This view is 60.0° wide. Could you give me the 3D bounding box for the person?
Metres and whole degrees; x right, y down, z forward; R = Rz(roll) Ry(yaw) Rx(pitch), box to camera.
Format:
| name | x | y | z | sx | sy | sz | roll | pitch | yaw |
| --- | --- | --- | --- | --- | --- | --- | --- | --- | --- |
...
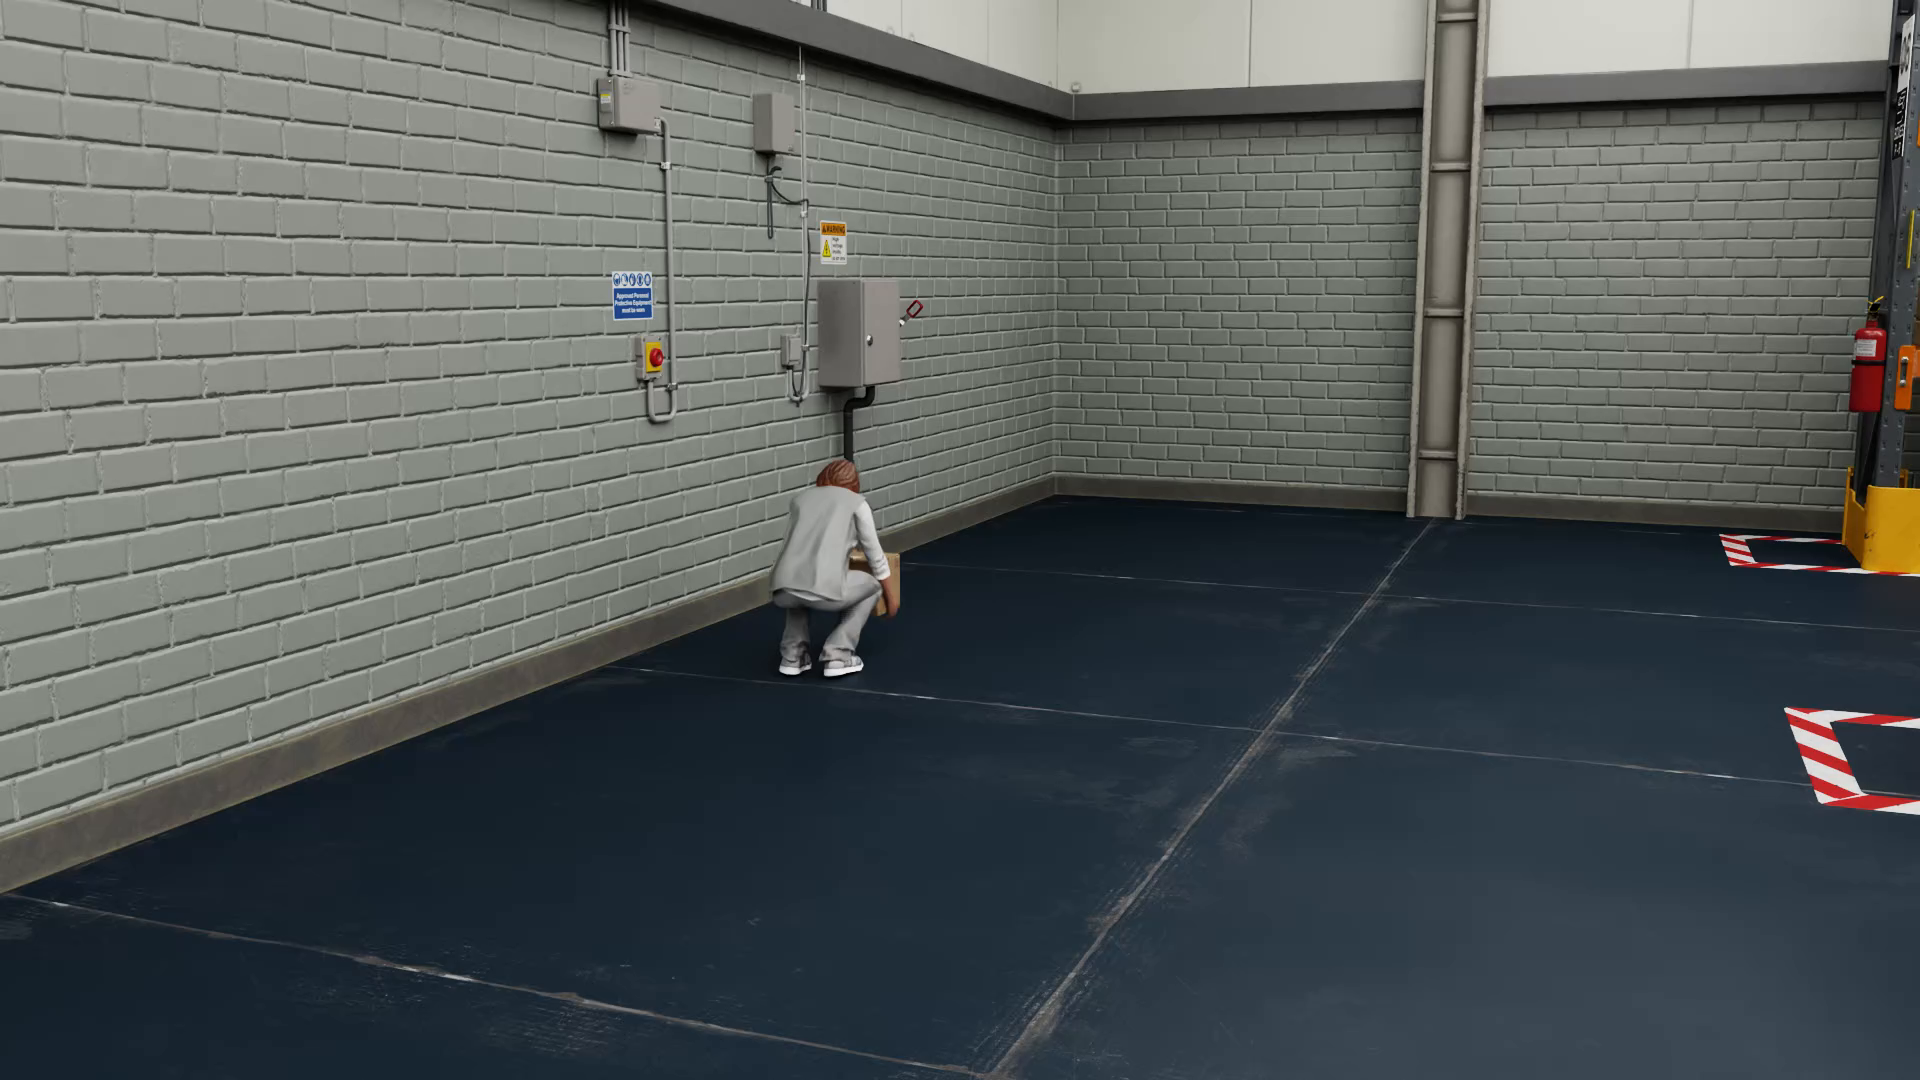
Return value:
| name | x | y | z | sx | sy | sz | roll | pitch | yaw |
| --- | --- | --- | --- | --- | --- | --- | --- | --- | --- |
| person | -0.574 | 0.132 | 7.351 | 0.423 | 0.894 | 0.822 | 3 | 9 | 20 |
